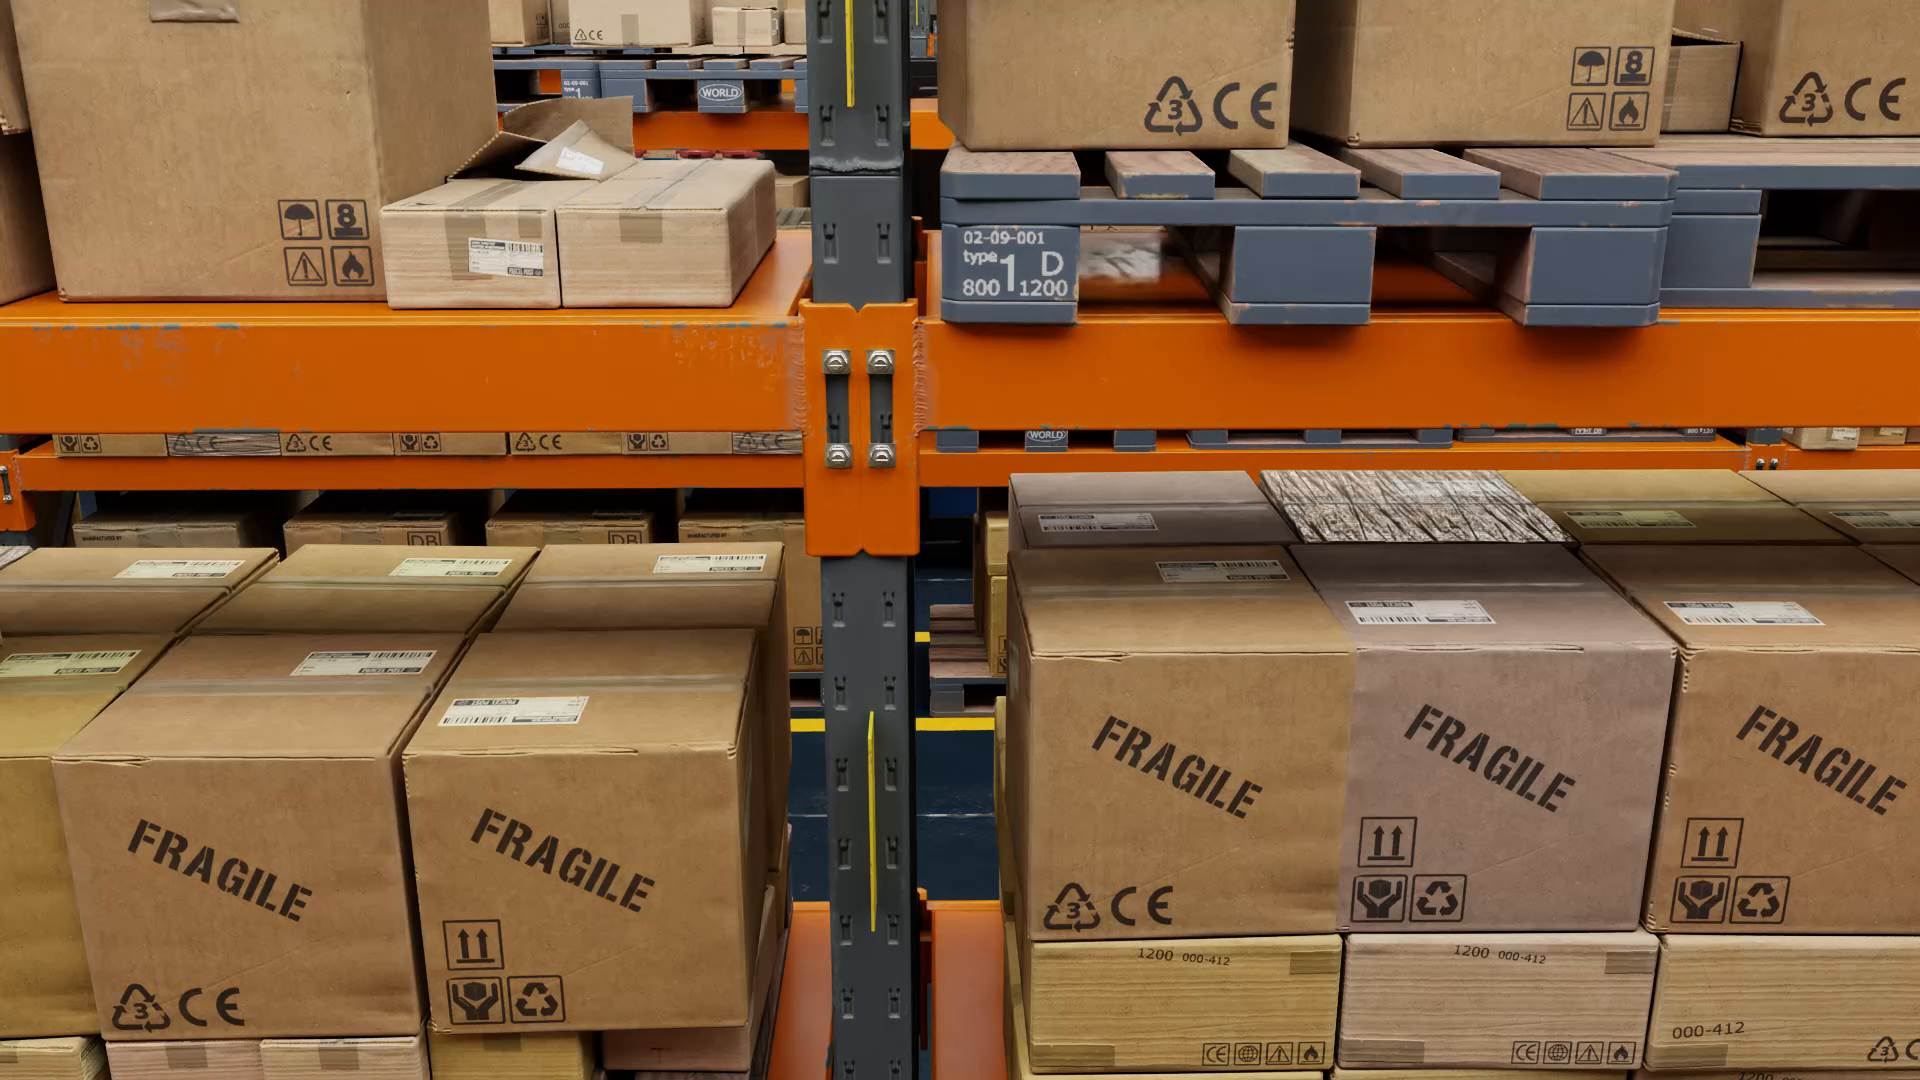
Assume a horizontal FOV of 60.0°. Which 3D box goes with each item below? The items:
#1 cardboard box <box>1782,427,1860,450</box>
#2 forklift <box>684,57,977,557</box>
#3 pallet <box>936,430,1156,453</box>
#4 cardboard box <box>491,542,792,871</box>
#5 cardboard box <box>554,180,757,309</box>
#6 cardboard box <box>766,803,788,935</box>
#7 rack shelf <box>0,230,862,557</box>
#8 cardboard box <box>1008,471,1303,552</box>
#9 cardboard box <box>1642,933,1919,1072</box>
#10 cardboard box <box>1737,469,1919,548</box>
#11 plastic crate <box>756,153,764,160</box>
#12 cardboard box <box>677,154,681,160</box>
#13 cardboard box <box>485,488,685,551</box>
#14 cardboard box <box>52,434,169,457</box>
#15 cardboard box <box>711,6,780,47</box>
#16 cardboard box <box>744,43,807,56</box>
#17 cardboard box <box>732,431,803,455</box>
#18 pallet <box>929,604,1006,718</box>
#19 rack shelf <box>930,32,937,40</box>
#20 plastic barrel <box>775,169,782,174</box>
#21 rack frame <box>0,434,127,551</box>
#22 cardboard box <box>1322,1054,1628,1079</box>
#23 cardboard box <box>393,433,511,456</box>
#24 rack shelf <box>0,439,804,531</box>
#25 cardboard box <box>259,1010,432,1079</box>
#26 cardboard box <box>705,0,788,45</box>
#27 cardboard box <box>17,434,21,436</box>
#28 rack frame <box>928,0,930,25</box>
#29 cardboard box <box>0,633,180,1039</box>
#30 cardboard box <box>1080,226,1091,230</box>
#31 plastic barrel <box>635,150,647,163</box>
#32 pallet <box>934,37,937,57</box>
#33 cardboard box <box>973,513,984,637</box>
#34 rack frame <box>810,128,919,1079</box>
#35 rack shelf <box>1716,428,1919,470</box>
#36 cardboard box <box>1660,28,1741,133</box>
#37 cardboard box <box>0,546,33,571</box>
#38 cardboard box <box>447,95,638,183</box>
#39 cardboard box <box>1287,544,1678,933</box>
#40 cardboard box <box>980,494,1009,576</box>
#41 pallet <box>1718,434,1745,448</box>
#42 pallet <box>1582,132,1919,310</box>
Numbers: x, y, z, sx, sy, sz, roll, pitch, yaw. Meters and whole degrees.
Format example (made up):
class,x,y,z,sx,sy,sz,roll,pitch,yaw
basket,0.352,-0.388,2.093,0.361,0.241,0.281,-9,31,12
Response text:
class,x,y,z,sx,sy,sz,roll,pitch,yaw
cardboard box,3.958,-0.536,7.718,0.250,0.149,0.380,0,18,1
forklift,-0.655,-1.388,10.076,3.031,2.935,1.130,-1,18,-2
pallet,0.381,-0.679,8.068,1.003,0.211,1.213,0,18,-1
cardboard box,-0.605,0.319,3.304,0.500,0.500,0.500,-1,18,-2
cardboard box,-0.463,-0.466,2.591,0.250,0.149,0.380,0,18,-1
cardboard box,-0.479,0.641,3.361,0.250,0.149,0.380,-1,18,-4
rack shelf,-2.151,-0.299,2.837,4.000,0.370,1.077,0,18,-1
cardboard box,0.362,0.171,3.304,0.500,0.500,0.500,-1,18,-2
cardboard box,1.375,0.682,2.937,0.500,0.250,0.500,0,18,-1
cardboard box,1.877,0.165,3.321,0.500,0.500,0.500,-1,18,-2
plastic crate,-2.006,-3.879,17.623,0.583,0.464,0.402,0,18,-1
cardboard box,-3.571,-5.078,21.879,0.250,0.149,0.380,0,18,-1
cardboard box,-1.815,0.118,8.266,0.750,0.750,1.050,0,18,0
cardboard box,-3.800,-0.683,7.603,0.500,0.500,0.500,0,18,0
cardboard box,-0.926,-2.229,7.206,0.250,0.166,0.380,0,18,-1
cardboard box,-1.275,-3.523,11.954,0.500,0.250,0.500,0,18,-1
cardboard box,-0.776,-0.698,7.649,0.500,0.500,0.500,0,18,-1
pallet,0.451,0.590,8.363,1.213,0.211,1.003,0,18,-1
rack shelf,1.458,-7.884,26.480,4.000,0.370,1.077,0,18,-1
plastic barrel,-1.832,-3.744,17.124,0.421,0.512,0.421,0,18,0
rack frame,-4.330,-0.715,7.866,0.127,3.000,1.000,0,18,-1
cardboard box,0.855,0.915,3.030,0.500,0.250,0.500,-1,18,-2
cardboard box,-2.287,-0.690,7.623,0.500,0.500,0.500,0,18,0
rack shelf,-2.330,-0.382,8.006,4.000,0.370,1.077,0,18,-1
cardboard box,-0.993,0.808,2.841,0.250,0.149,0.380,0,18,-1
cardboard box,-1.058,-2.432,7.601,0.500,0.311,0.500,0,18,-1
cardboard box,-4.699,-0.781,7.827,0.550,0.550,0.875,0,18,-1
rack frame,-0.460,-8.132,21.166,0.127,3.000,1.000,0,18,-1
cardboard box,-1.623,0.483,2.792,0.500,0.500,0.500,-1,18,-5
cardboard box,0.698,-2.220,12.393,0.500,0.500,0.500,-1,18,-2
plastic barrel,-3.425,-3.746,17.091,0.433,0.535,0.433,0,18,0
pallet,0.335,-3.608,12.281,1.003,0.211,1.213,1,18,2
cardboard box,0.324,0.173,8.503,0.500,0.500,0.500,0,18,-1
rack frame,-0.151,0.777,3.215,0.127,3.000,1.000,0,18,-1
rack shelf,5.669,-0.421,8.127,4.000,0.370,1.077,0,18,-1
cardboard box,1.220,-0.901,3.067,0.258,0.266,0.396,-1,18,-2
cardboard box,-2.157,0.328,3.275,0.500,0.500,0.500,-1,18,-3
cardboard box,-0.724,-0.637,2.931,0.258,0.266,0.396,0,18,-1
cardboard box,0.842,0.320,2.838,0.500,0.500,0.500,0,18,-1
cardboard box,0.363,-0.031,7.909,0.500,0.250,0.500,-1,18,-3
pallet,5.676,-0.928,13.094,1.213,0.211,1.003,0,18,-1
pallet,1.610,-0.587,2.866,1.213,0.211,1.003,1,18,2
